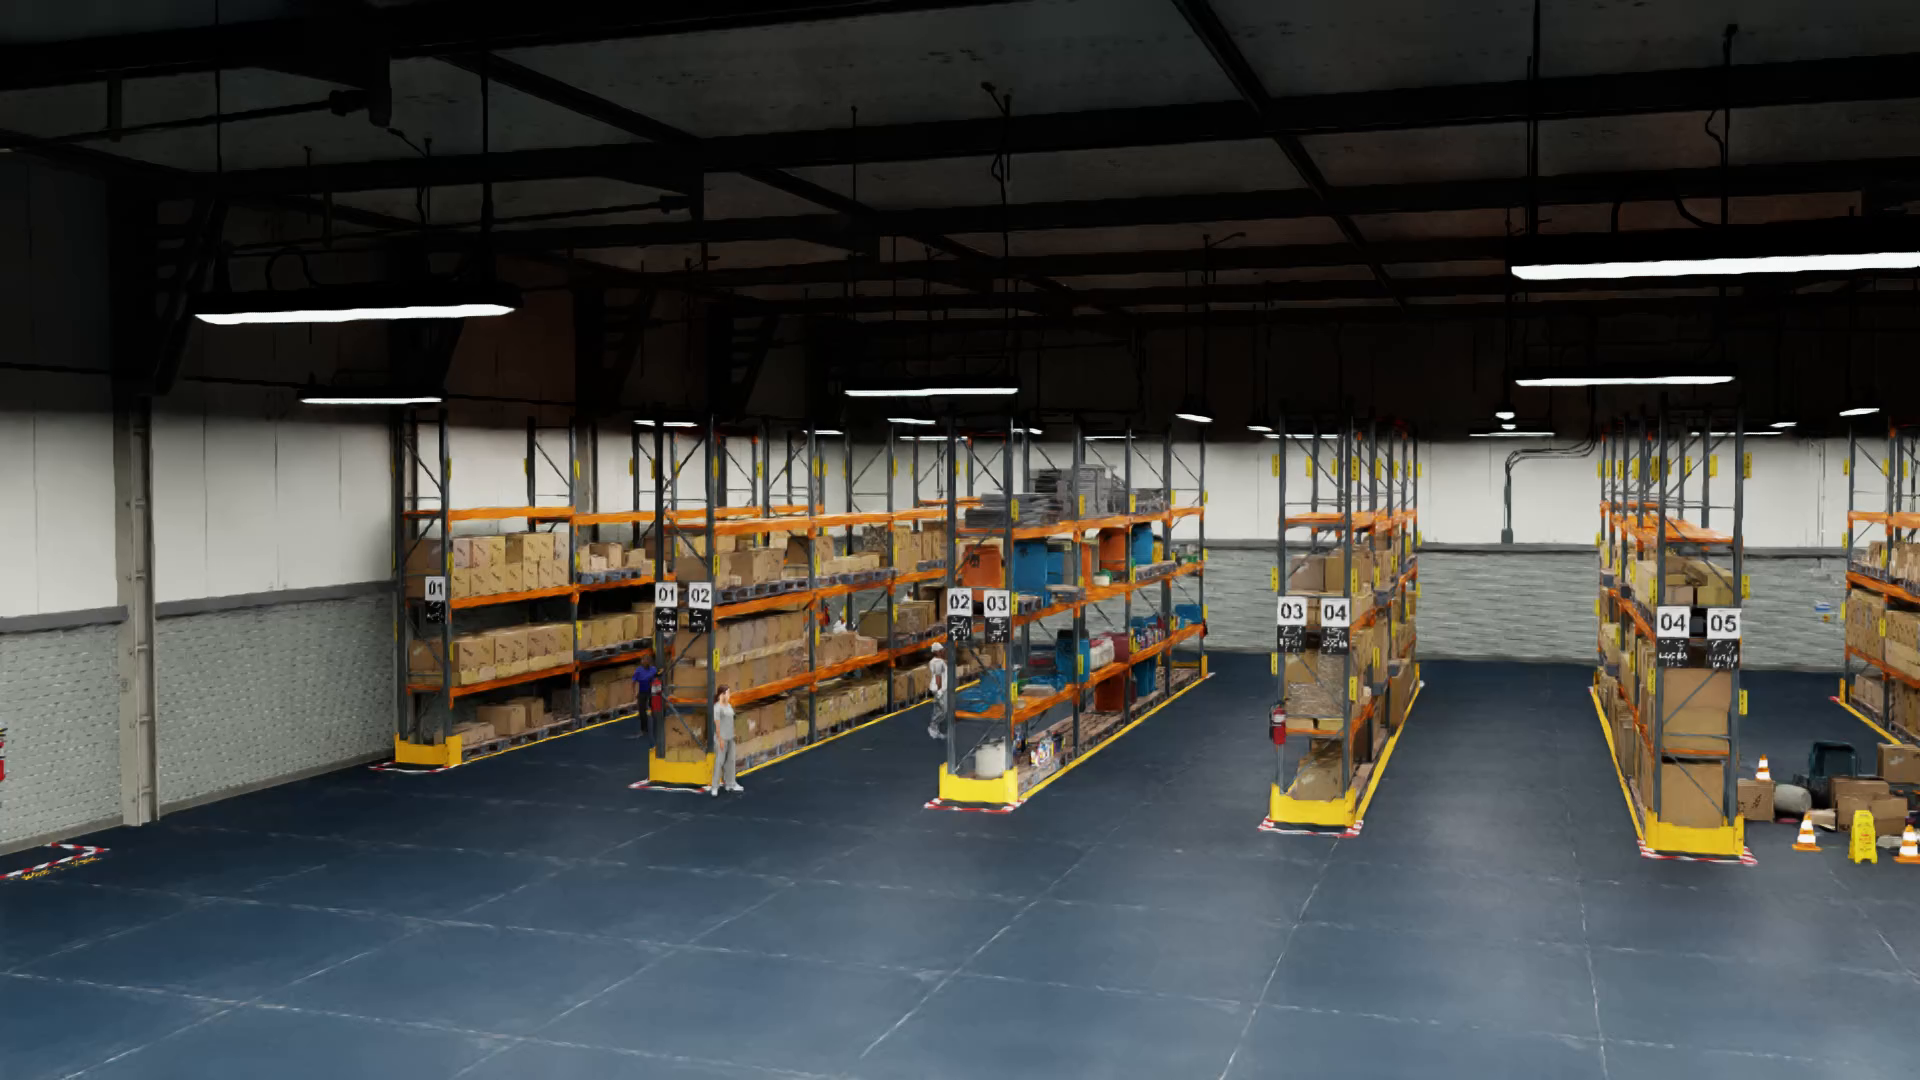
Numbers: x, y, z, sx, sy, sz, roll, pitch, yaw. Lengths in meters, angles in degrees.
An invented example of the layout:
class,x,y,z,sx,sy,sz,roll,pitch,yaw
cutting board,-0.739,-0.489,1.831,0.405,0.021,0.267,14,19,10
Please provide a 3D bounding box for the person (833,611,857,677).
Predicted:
class,x,y,z,sx,sy,sz,roll,pitch,yaw
person,-2.773,2.499,39.870,0.625,1.607,0.582,1,3,16

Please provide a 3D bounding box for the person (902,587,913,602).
class,x,y,z,sx,sy,sz,roll,pitch,yaw
person,-1.505,2.148,47.345,0.514,1.663,0.542,-1,3,-18

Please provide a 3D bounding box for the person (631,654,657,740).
class,x,y,z,sx,sy,sz,roll,pitch,yaw
person,-5.750,2.890,30.772,0.621,1.564,0.828,0,2,2

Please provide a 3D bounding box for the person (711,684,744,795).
class,x,y,z,sx,sy,sz,roll,pitch,yaw
person,-3.604,3.049,25.542,0.385,1.680,0.624,1,3,24

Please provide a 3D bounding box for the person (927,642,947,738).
class,x,y,z,sx,sy,sz,roll,pitch,yaw
person,-0.413,2.789,30.777,0.447,1.780,0.597,0,2,-10
